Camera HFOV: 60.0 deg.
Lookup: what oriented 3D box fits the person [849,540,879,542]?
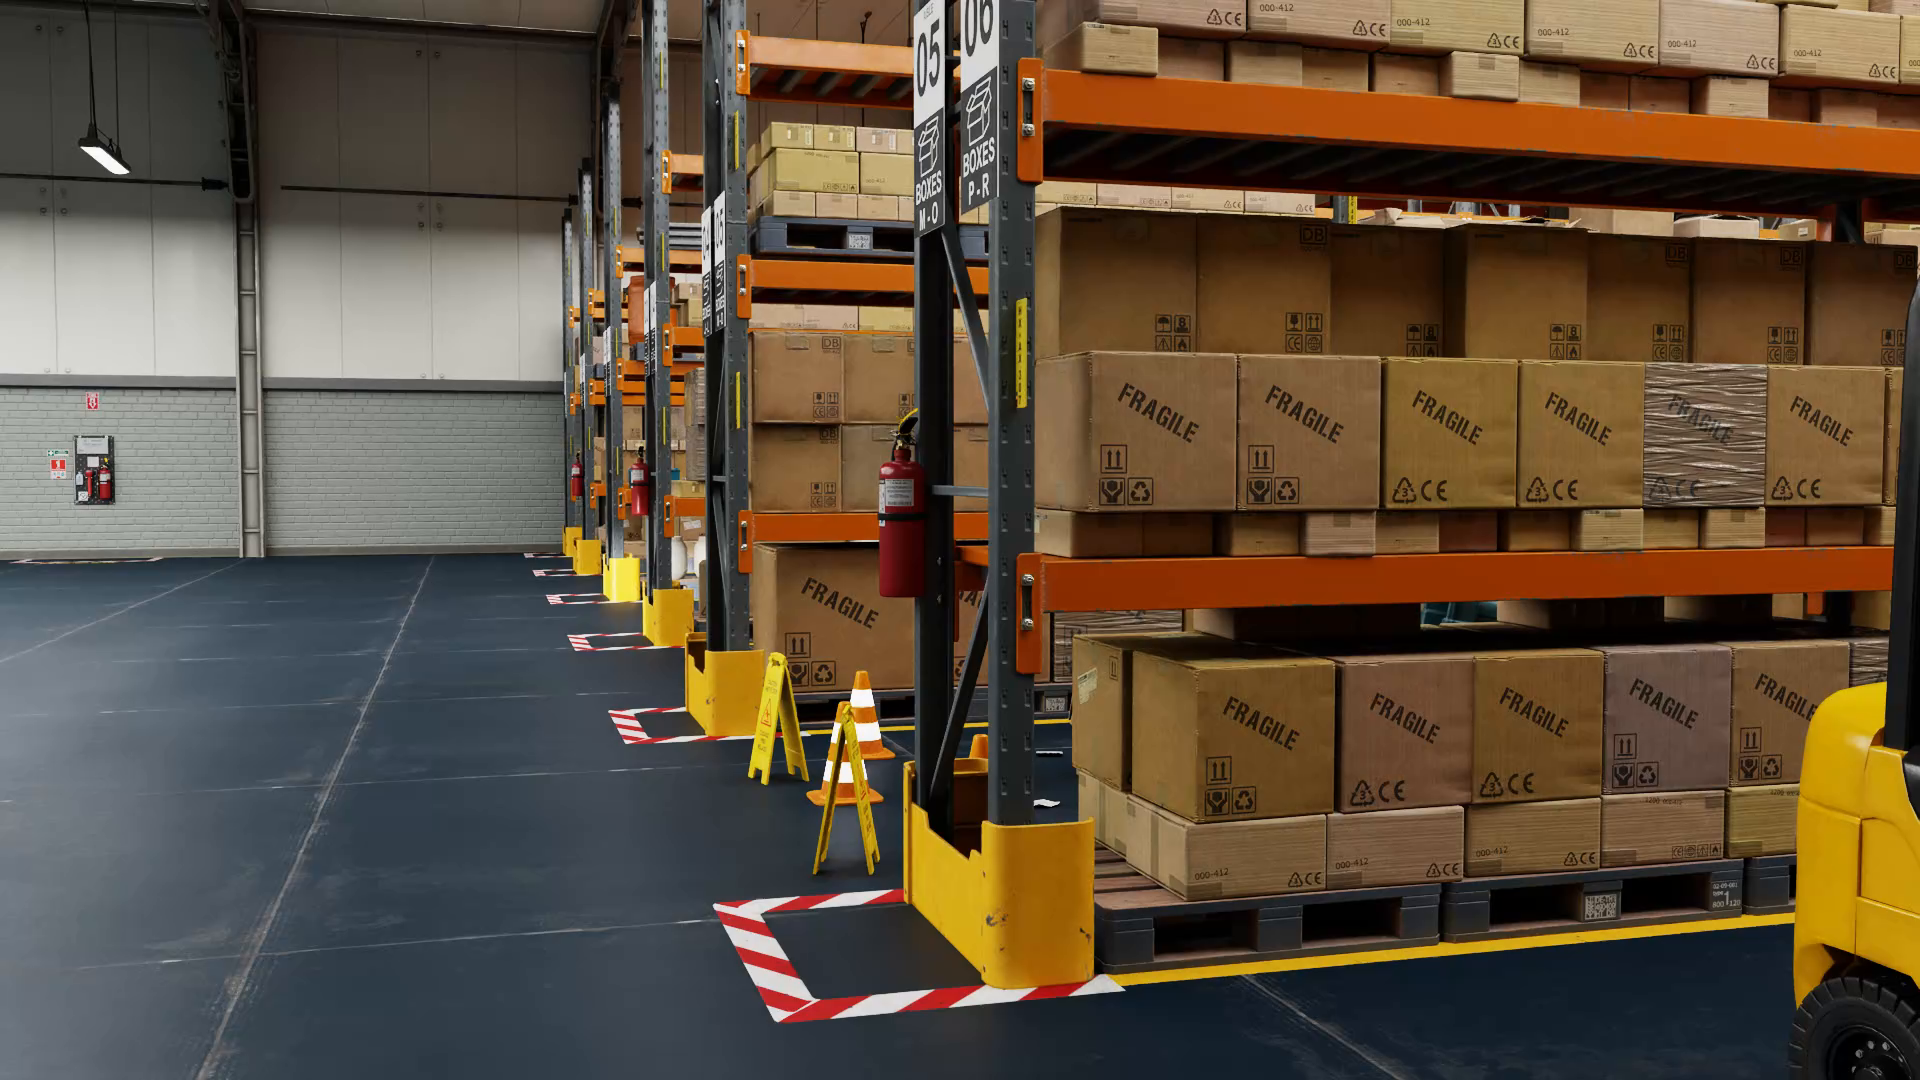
[{"bbox_3d":[-0.969,0.257,18.185,0.499,1.028,1.003,-1,3,-19],"label":"person"}]
